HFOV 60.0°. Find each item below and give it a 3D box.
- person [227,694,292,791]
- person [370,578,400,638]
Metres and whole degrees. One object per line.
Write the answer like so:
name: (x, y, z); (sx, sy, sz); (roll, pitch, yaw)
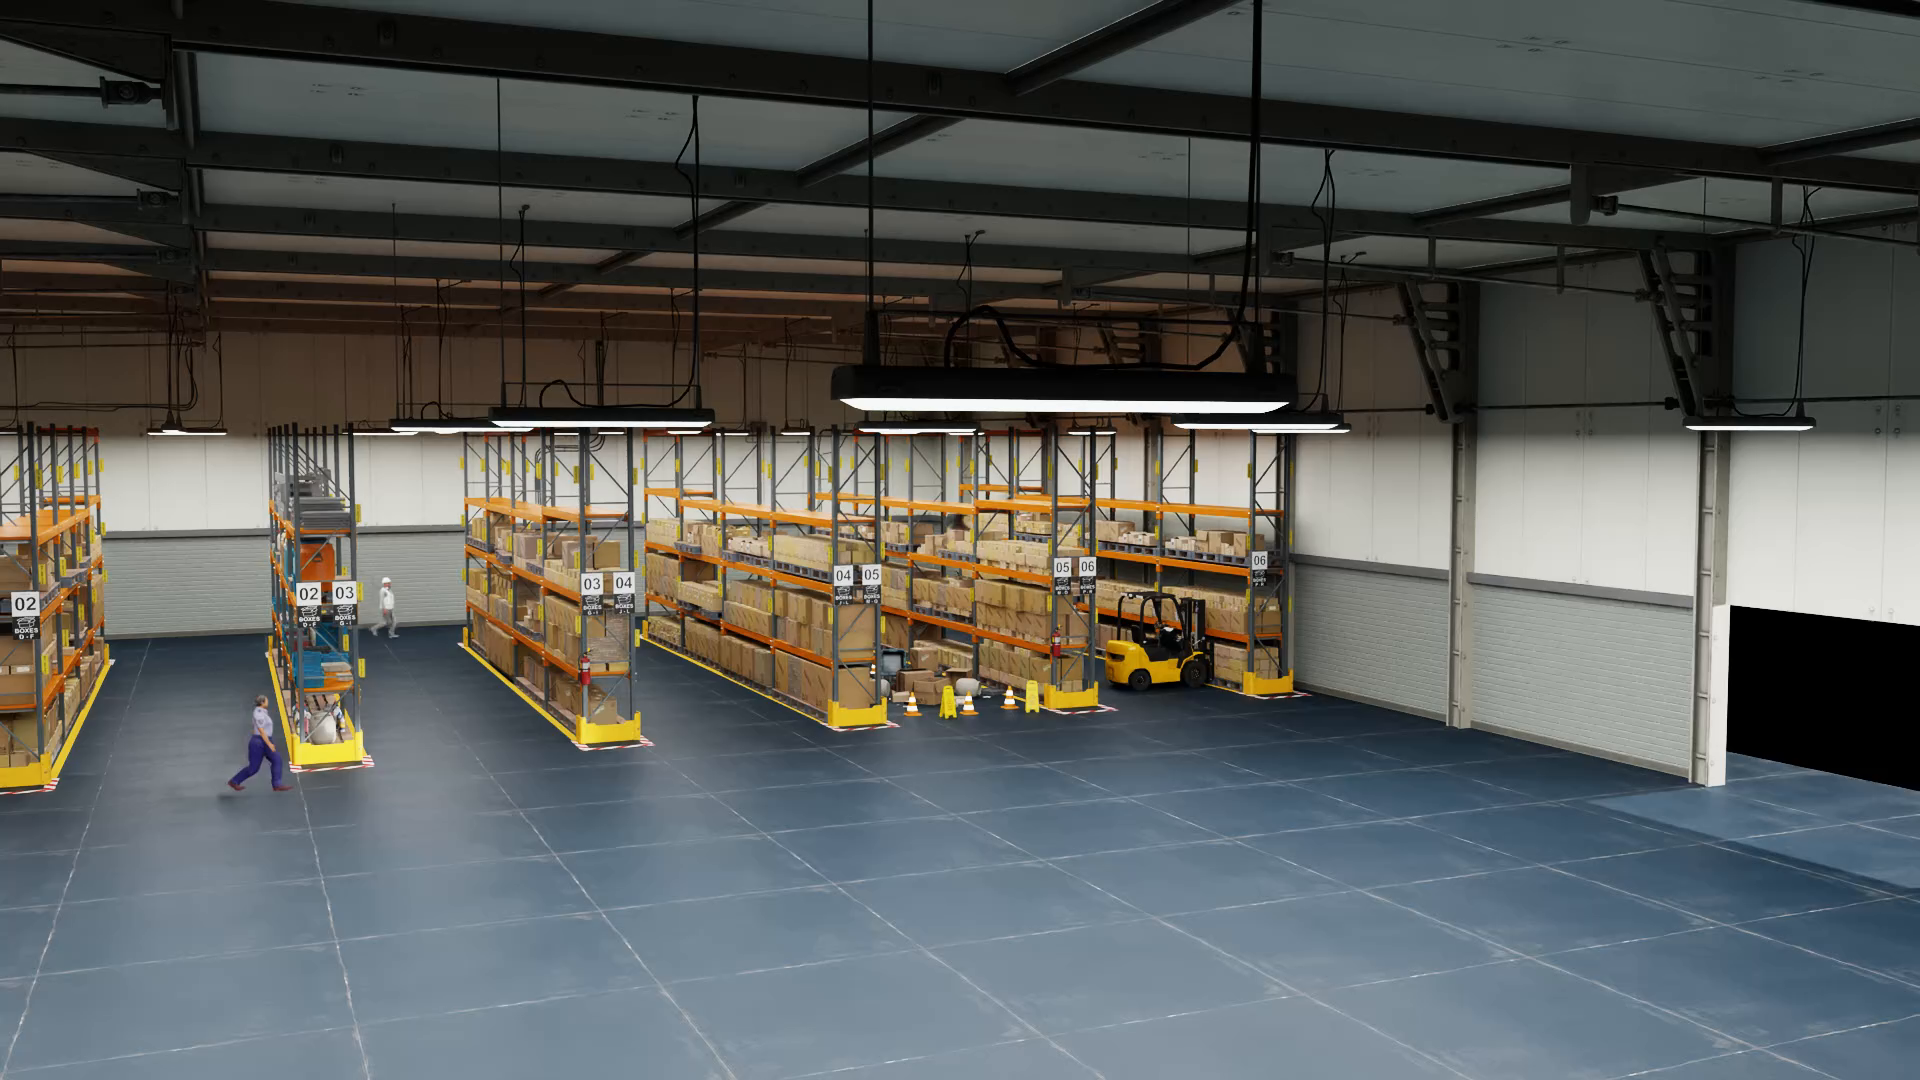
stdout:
person: (-11.300, 3.288, 26.794); (0.939, 1.584, 0.452); (0, 3, -3)
person: (-16.428, 1.948, 47.518); (0.777, 1.743, 0.566); (0, 3, -1)
